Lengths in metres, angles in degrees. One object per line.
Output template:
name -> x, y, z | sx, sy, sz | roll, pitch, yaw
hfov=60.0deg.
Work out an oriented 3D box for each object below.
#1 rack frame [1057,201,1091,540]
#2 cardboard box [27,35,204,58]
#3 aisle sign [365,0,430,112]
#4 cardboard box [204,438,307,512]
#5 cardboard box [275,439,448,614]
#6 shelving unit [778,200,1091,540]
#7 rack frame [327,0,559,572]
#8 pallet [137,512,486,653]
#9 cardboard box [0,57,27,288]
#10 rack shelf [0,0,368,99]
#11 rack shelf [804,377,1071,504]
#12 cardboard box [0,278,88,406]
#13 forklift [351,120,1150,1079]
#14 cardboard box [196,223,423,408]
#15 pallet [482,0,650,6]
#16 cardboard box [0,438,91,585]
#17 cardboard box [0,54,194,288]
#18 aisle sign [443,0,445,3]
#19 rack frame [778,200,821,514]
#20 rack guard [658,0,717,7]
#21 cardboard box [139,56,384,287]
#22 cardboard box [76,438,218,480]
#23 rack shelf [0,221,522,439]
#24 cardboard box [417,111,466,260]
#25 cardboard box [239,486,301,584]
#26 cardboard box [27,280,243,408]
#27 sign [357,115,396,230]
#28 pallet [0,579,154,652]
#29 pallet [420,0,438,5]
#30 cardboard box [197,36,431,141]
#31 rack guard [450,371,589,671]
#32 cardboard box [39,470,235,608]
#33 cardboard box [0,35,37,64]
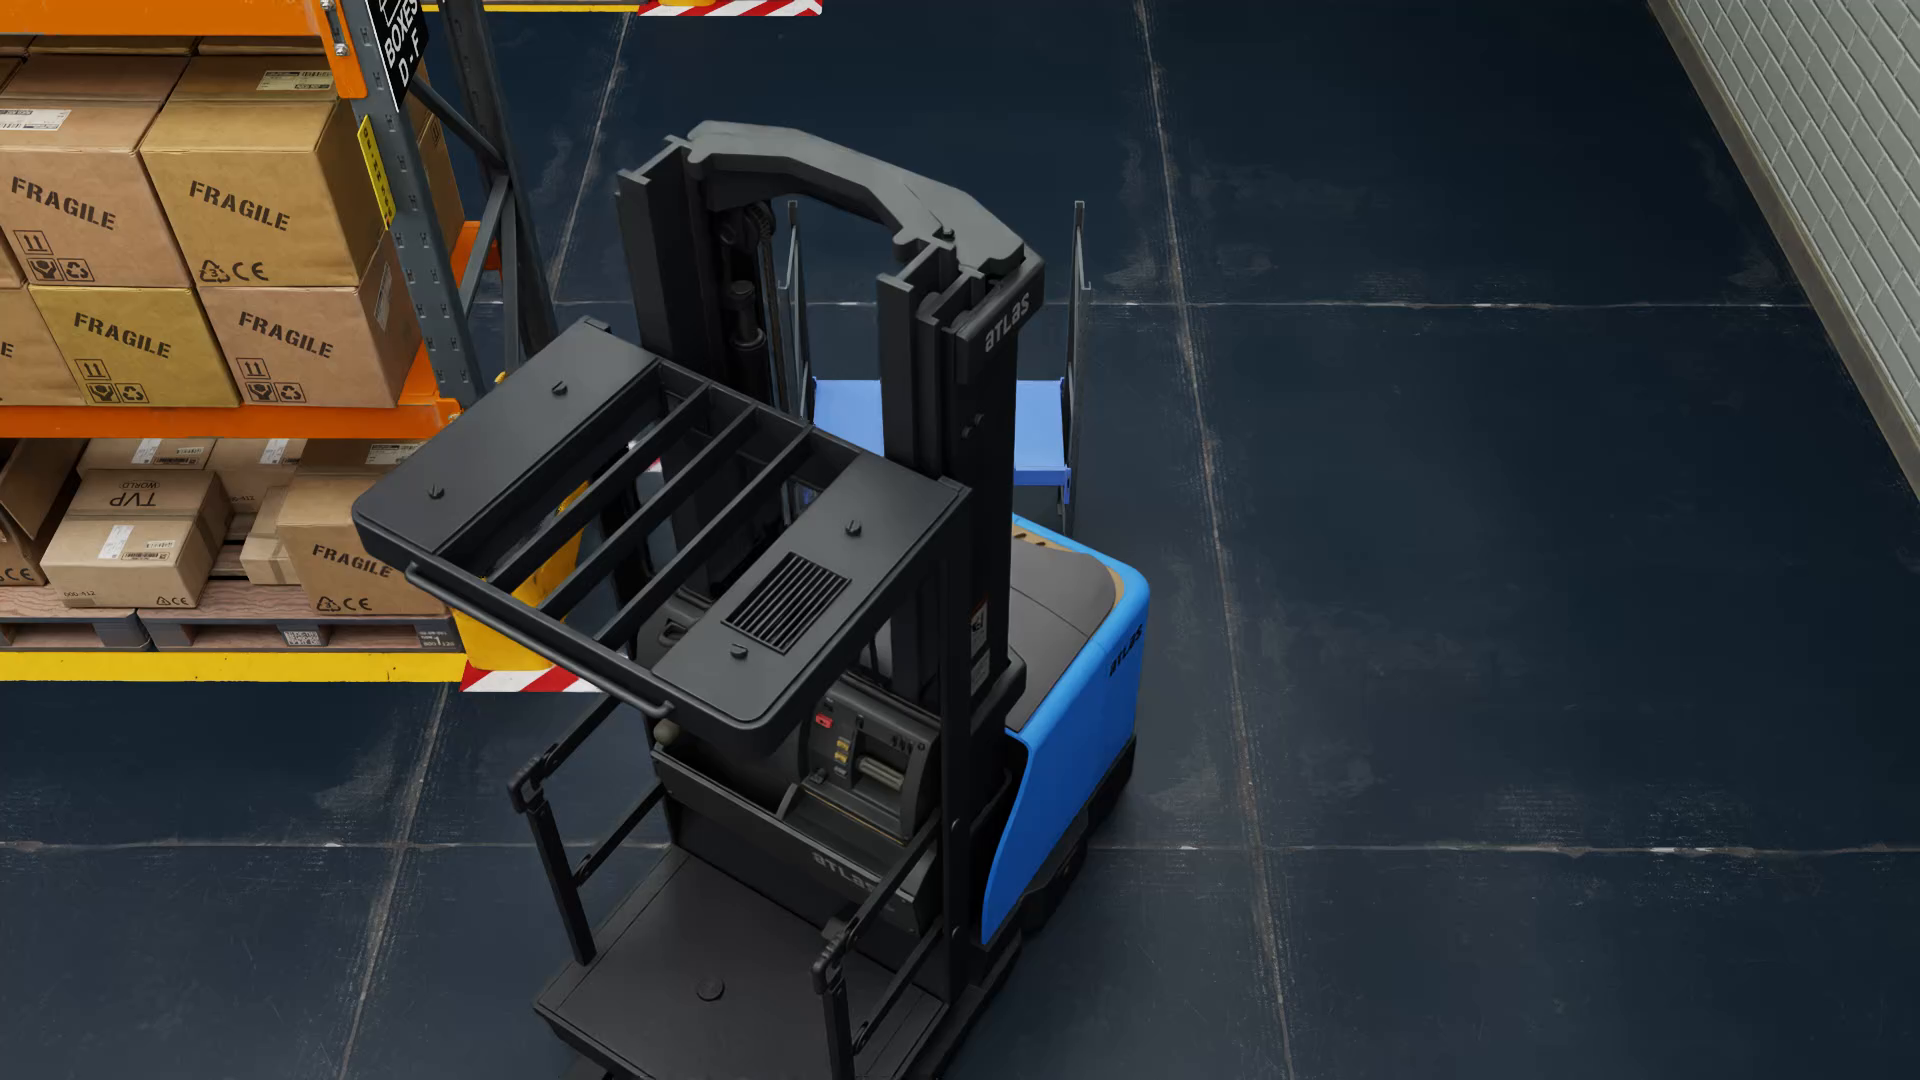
rack frame -> 0.423, -0.510, 6.281 | 0.032, 1.500, 0.500 | 0, 47, 0
cardboard box -> -2.607, -1.515, 5.440 | 0.500, 0.500, 0.500 | 1, 47, 1
aisle sign -> -1.574, -1.611, 4.505 | 0.004, 0.787, 0.394 | 0, 47, 0
cardboard box -> -2.684, -0.374, 6.707 | 0.500, 0.250, 0.500 | 0, 47, 0
cardboard box -> -2.186, -0.069, 6.253 | 0.500, 0.500, 0.500 | 0, 47, 0
shelving unit -> -0.085, -0.511, 6.282 | 1.048, 1.500, 0.538 | 0, 47, 0
rack frame -> -1.641, -0.950, 5.666 | 0.127, 3.000, 1.000 | 0, 47, 0
pallet -> -2.515, -0.002, 6.688 | 1.213, 0.211, 1.003 | 0, 47, 0
cardboard box -> -3.111, -1.123, 5.076 | 0.500, 0.500, 0.500 | 1, 47, 1
rack shelf -> -3.641, -1.732, 4.836 | 4.000, 0.370, 1.077 | 0, 47, 0
rack shelf -> -0.085, -0.389, 6.414 | 1.000, 0.185, 0.538 | 0, 47, 0
cardboard box -> -3.108, -0.790, 5.449 | 0.500, 0.500, 0.500 | 0, 47, 0
forklift -> -0.595, 0.567, 4.301 | 1.130, 2.935, 3.031 | 25, 52, 21
cardboard box -> -2.090, -0.786, 5.445 | 0.500, 0.500, 0.500 | 1, 47, 1
pallet -> -2.427, -3.571, 10.010 | 1.213, 0.211, 1.003 | 0, 47, 0
cardboard box -> -3.763, -0.259, 6.427 | 0.637, 0.503, 0.797 | 0, 47, 0
cardboard box -> -2.593, -1.125, 5.078 | 0.500, 0.500, 0.500 | 1, 47, 1
aisle sign -> -1.572, -2.051, 4.914 | 0.004, 0.787, 0.394 | 0, 47, 0
rack frame -> -0.594, -0.513, 6.283 | 0.032, 1.500, 0.500 | 0, 47, 0
rack guard -> -1.603, -3.724, 9.956 | 0.348, 0.500, 1.175 | 0, 47, 0
cardboard box -> -2.088, -1.125, 5.077 | 0.500, 0.500, 0.500 | 0, 47, 0
cardboard box -> -3.184, -0.375, 6.708 | 0.500, 0.250, 0.500 | 0, 47, 0
rack shelf -> -3.641, -0.710, 5.934 | 4.000, 0.370, 1.077 | 0, 47, 0
cardboard box -> -2.084, -1.178, 5.810 | 0.500, 0.500, 0.500 | 1, 47, 1
cardboard box -> -2.591, -0.023, 6.438 | 0.250, 0.166, 0.380 | 0, 47, 0
cardboard box -> -2.609, -0.785, 5.444 | 0.500, 0.500, 0.500 | 1, 47, 0
sign -> -1.664, -1.046, 4.748 | 0.005, 0.325, 0.100 | 0, 47, 0
pallet -> -3.732, -0.007, 6.693 | 1.213, 0.211, 1.003 | 0, 47, 0
pallet -> -3.643, -3.576, 10.015 | 1.213, 0.211, 1.003 | 0, 47, 0
cardboard box -> -2.084, -1.519, 5.444 | 0.500, 0.500, 0.500 | 1, 47, 1
rack guard -> -1.717, -0.099, 6.581 | 0.348, 0.500, 1.175 | 0, 47, 0
cardboard box -> -3.136, -0.009, 6.368 | 0.500, 0.250, 0.500 | 0, 47, 0
cardboard box -> -3.107, -1.520, 5.445 | 0.500, 0.500, 0.500 | 1, 47, 1
